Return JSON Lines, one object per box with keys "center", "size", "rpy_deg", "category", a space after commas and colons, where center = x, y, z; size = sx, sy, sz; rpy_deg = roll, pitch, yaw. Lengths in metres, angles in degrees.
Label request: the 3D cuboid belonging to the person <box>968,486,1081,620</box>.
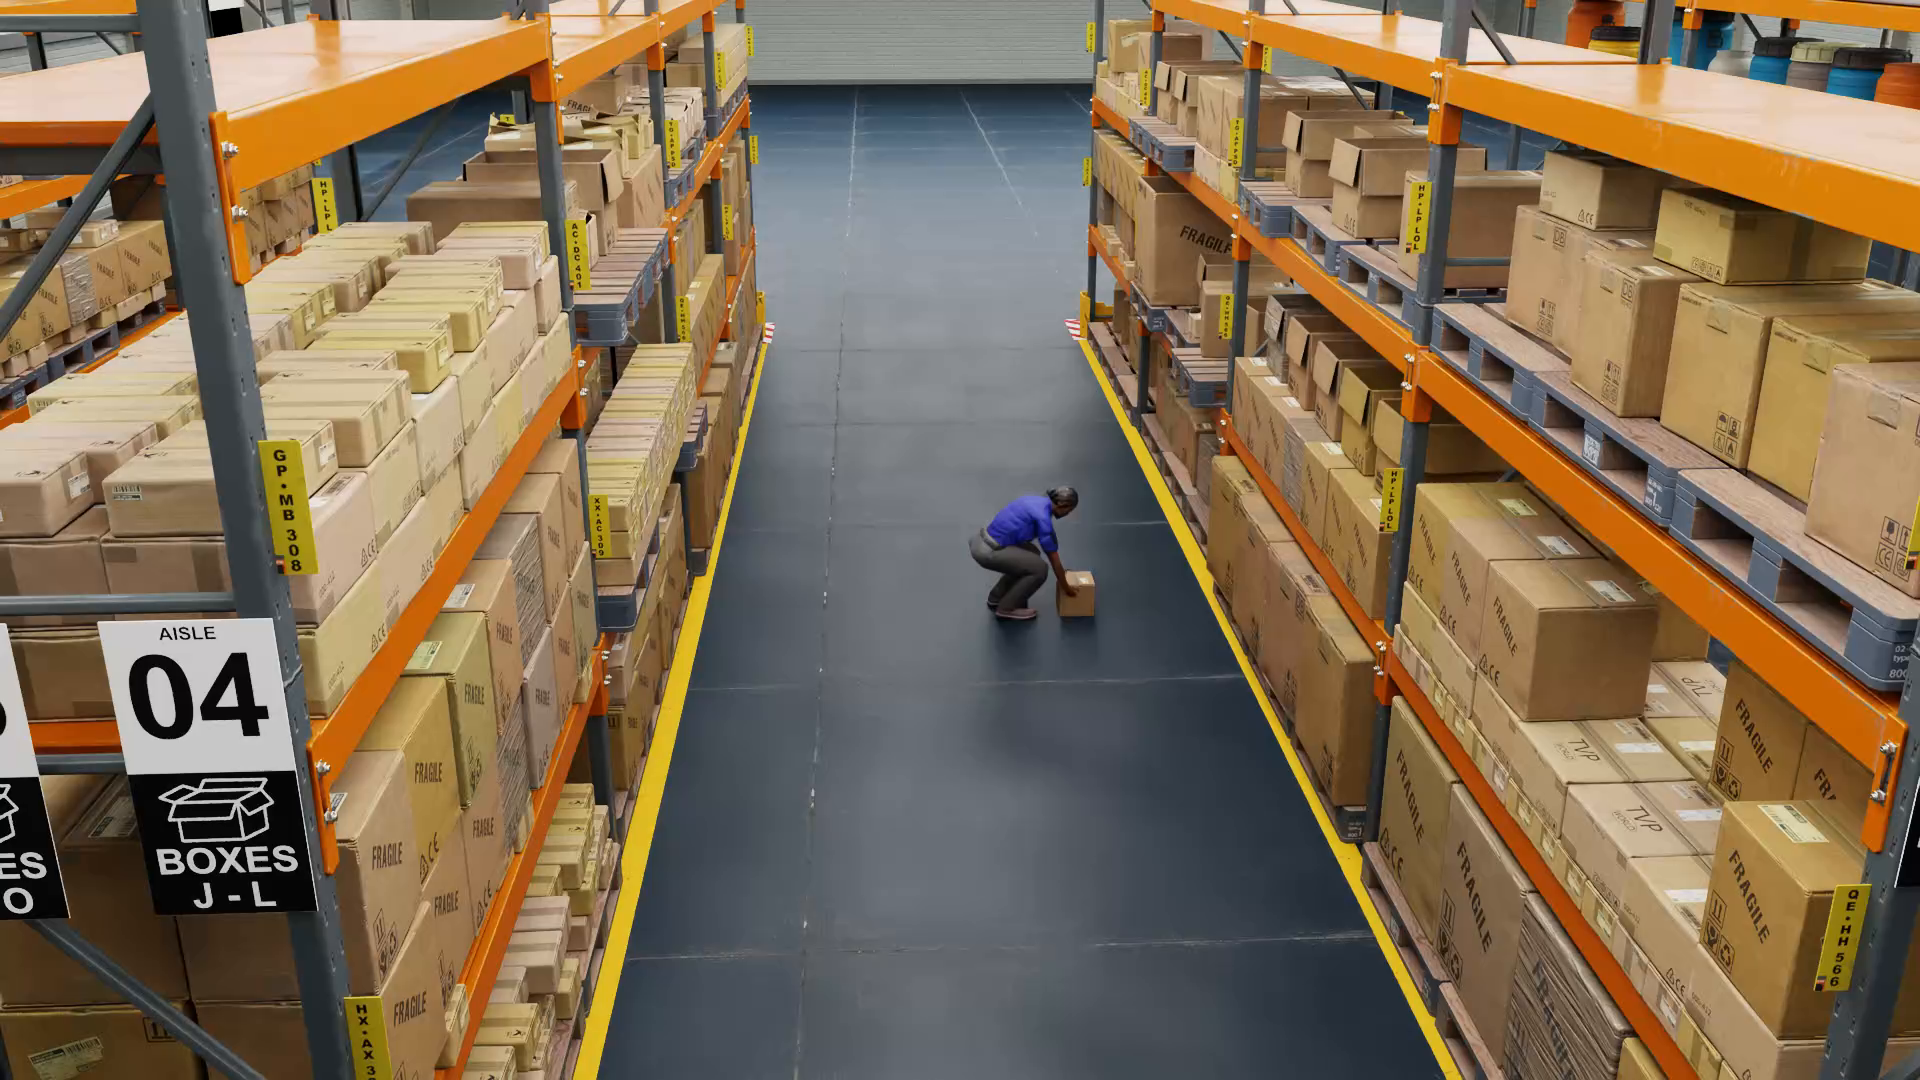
{"center": [0.461, 0.074, 11.933], "size": [0.799, 0.932, 0.475], "rpy_deg": [-1, 21, -3], "category": "person"}
